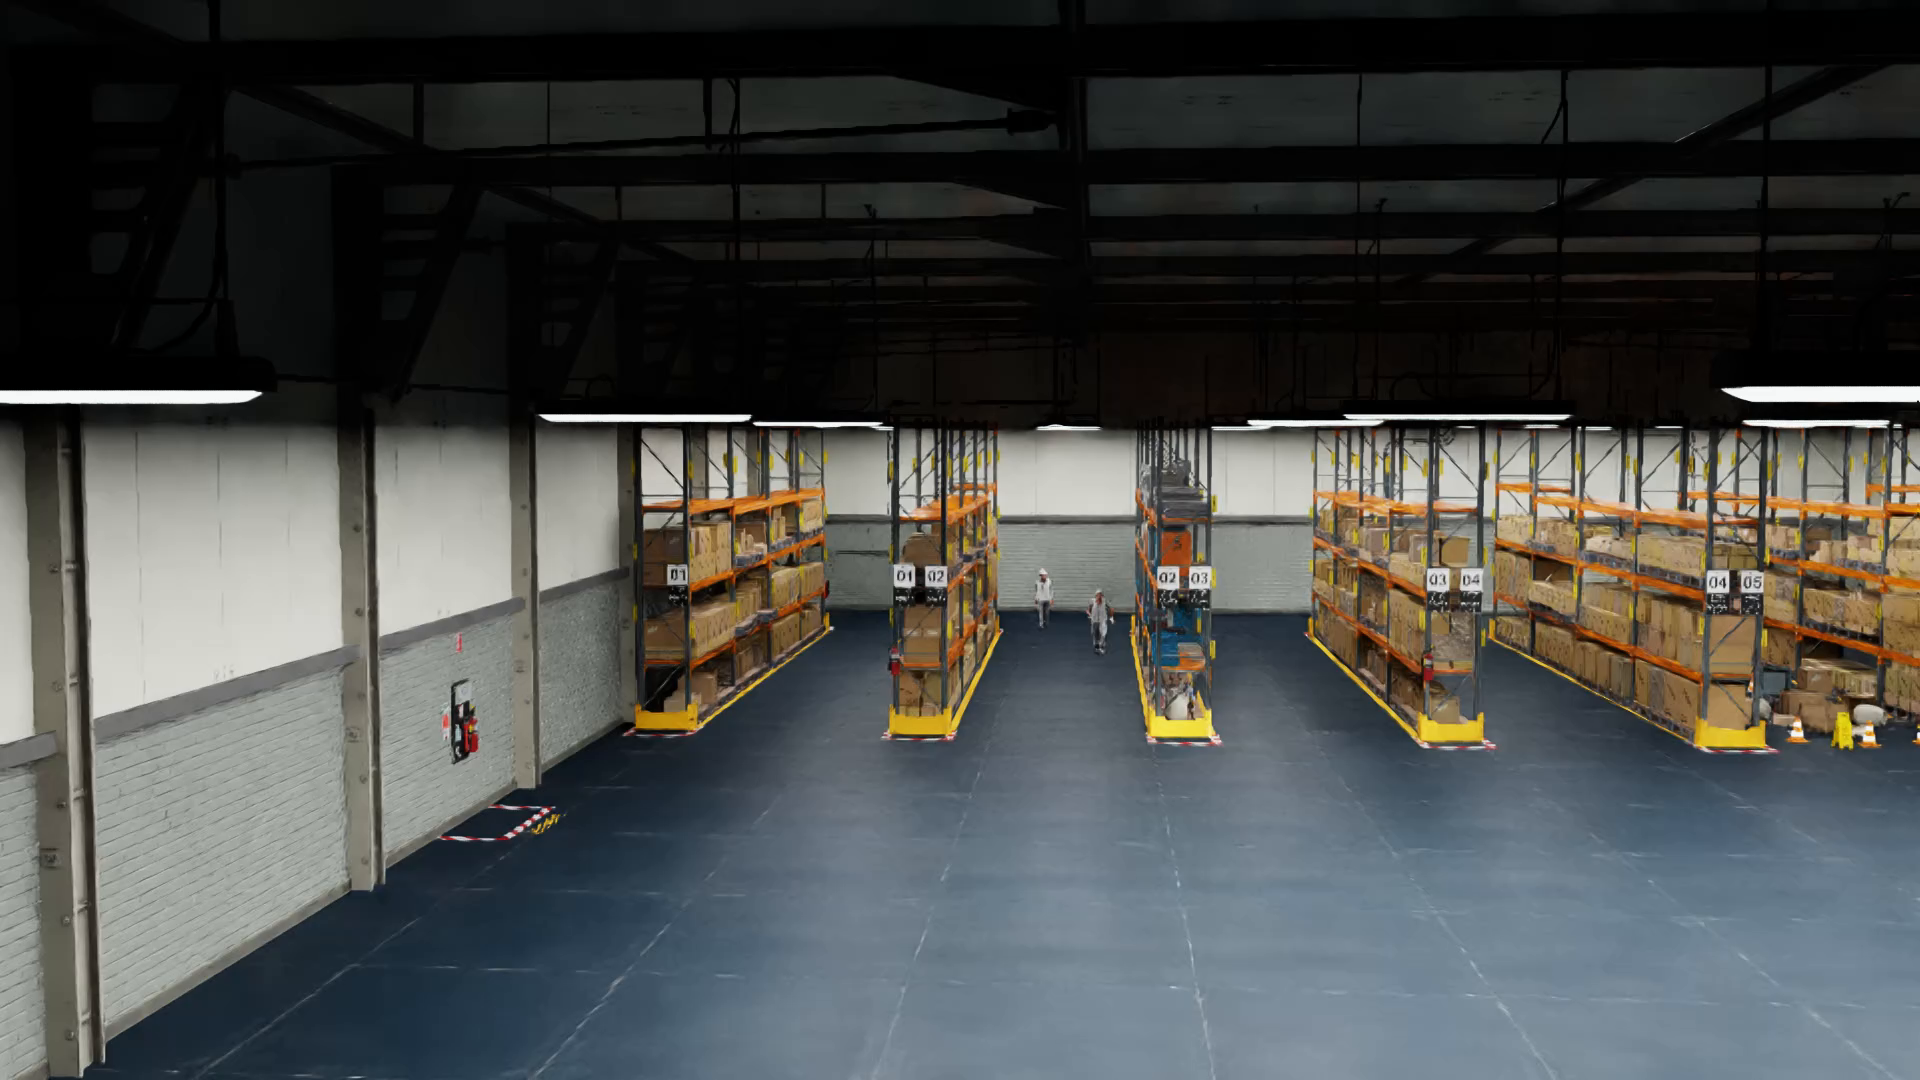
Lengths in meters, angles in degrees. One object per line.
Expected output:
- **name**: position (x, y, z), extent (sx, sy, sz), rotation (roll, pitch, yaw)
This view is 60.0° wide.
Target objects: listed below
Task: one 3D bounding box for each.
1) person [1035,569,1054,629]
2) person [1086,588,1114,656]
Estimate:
- **person**: position (2.454, 1.681, 48.354), extent (0.555, 1.672, 1.019), rotation (0, 4, 4)
- **person**: position (3.577, 2.082, 42.548), extent (0.703, 1.722, 0.835), rotation (1, 4, 10)
